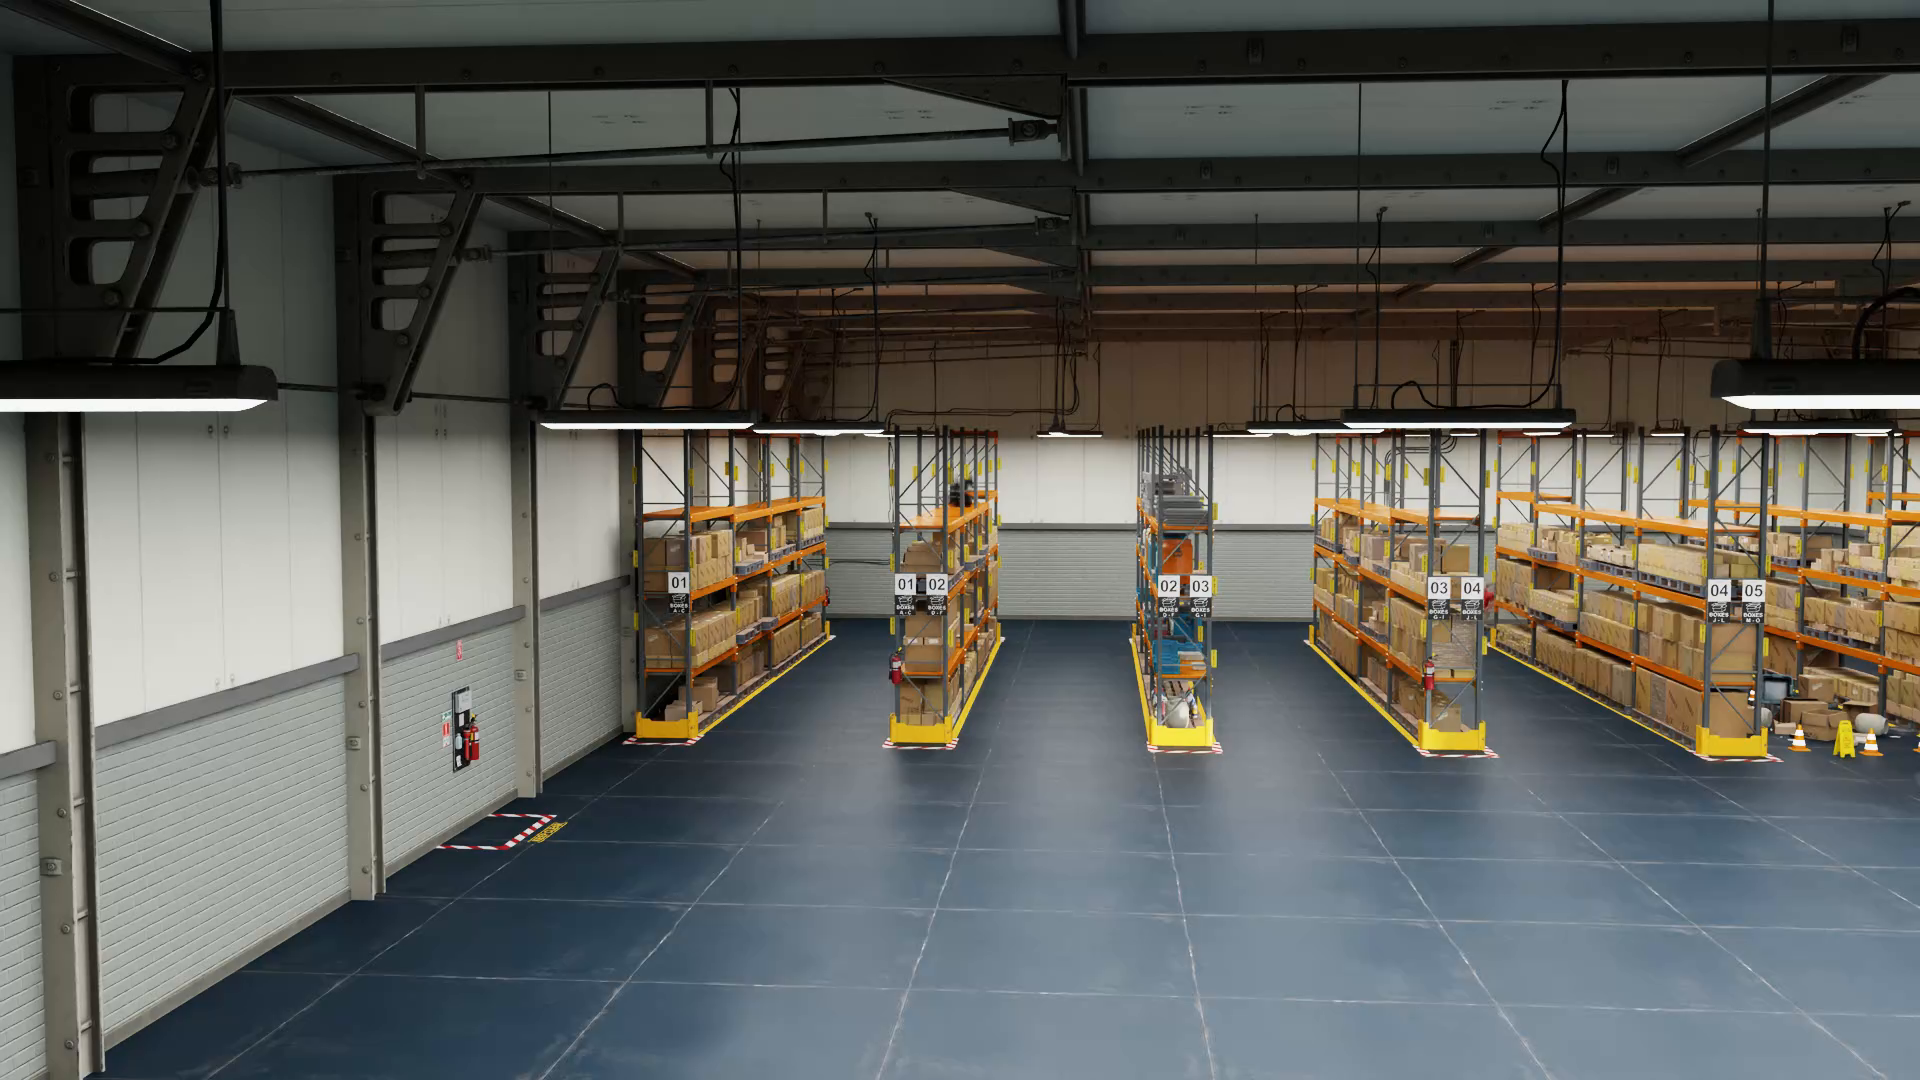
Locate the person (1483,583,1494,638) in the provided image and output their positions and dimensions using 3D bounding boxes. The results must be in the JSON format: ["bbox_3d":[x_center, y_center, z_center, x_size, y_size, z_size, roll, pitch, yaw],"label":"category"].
[{"bbox_3d":[14.951,2.057,47.250,0.717,1.705,0.683,-1,4,-15],"label":"person"}]

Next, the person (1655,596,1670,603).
[{"bbox_3d":[19.885,1.977,47.269,0.919,1.746,0.741,2,4,26],"label":"person"}]

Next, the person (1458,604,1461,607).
[{"bbox_3d":[14.398,2.079,47.210,0.896,1.658,0.717,-2,4,-25],"label":"person"}]
